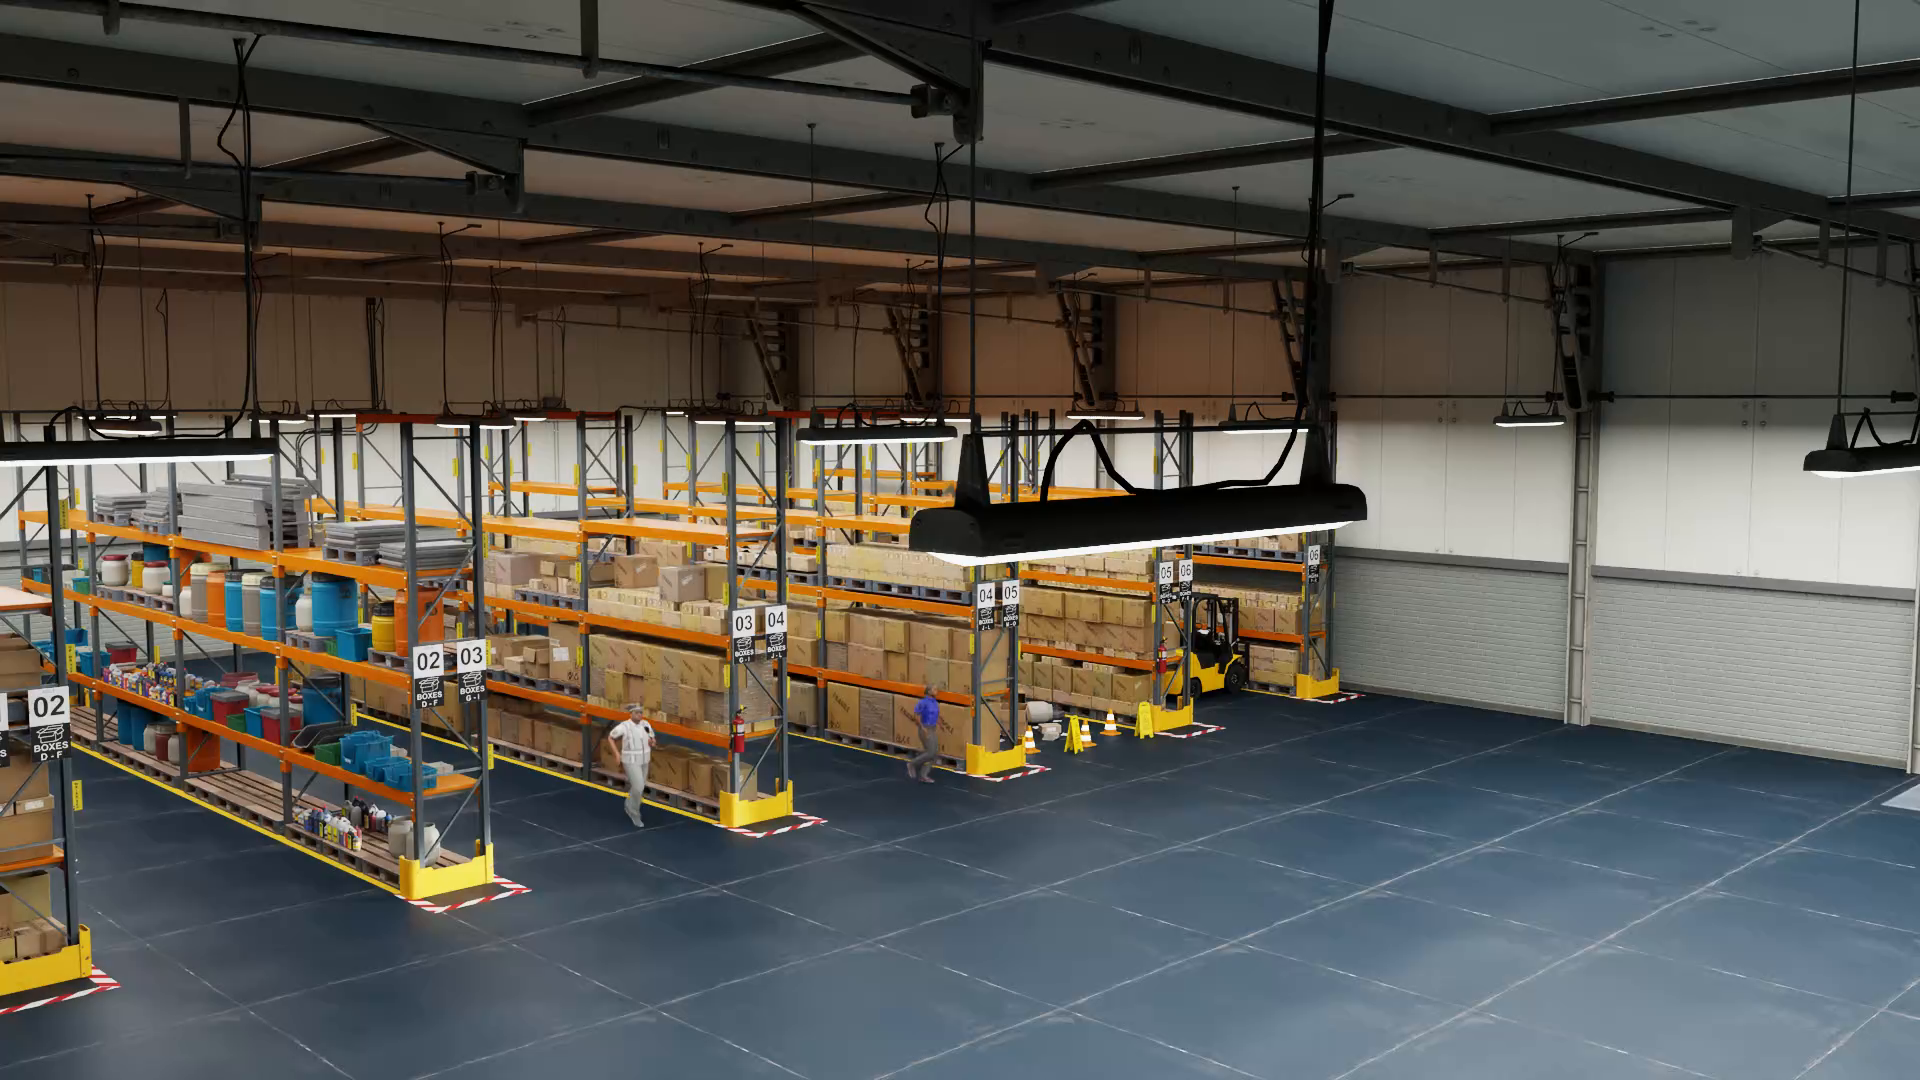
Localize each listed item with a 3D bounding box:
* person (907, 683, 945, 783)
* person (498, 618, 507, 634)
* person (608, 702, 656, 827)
[{"bbox_3d":[-0.524,3.156,27.361,0.536,1.599,0.612,3,6,27],"label":"person"},{"bbox_3d":[-10.996,1.958,40.510,0.697,1.717,0.609,4,7,40],"label":"person"},{"bbox_3d":[-4.799,3.318,24.645,0.775,1.852,0.631,4,7,41],"label":"person"}]
